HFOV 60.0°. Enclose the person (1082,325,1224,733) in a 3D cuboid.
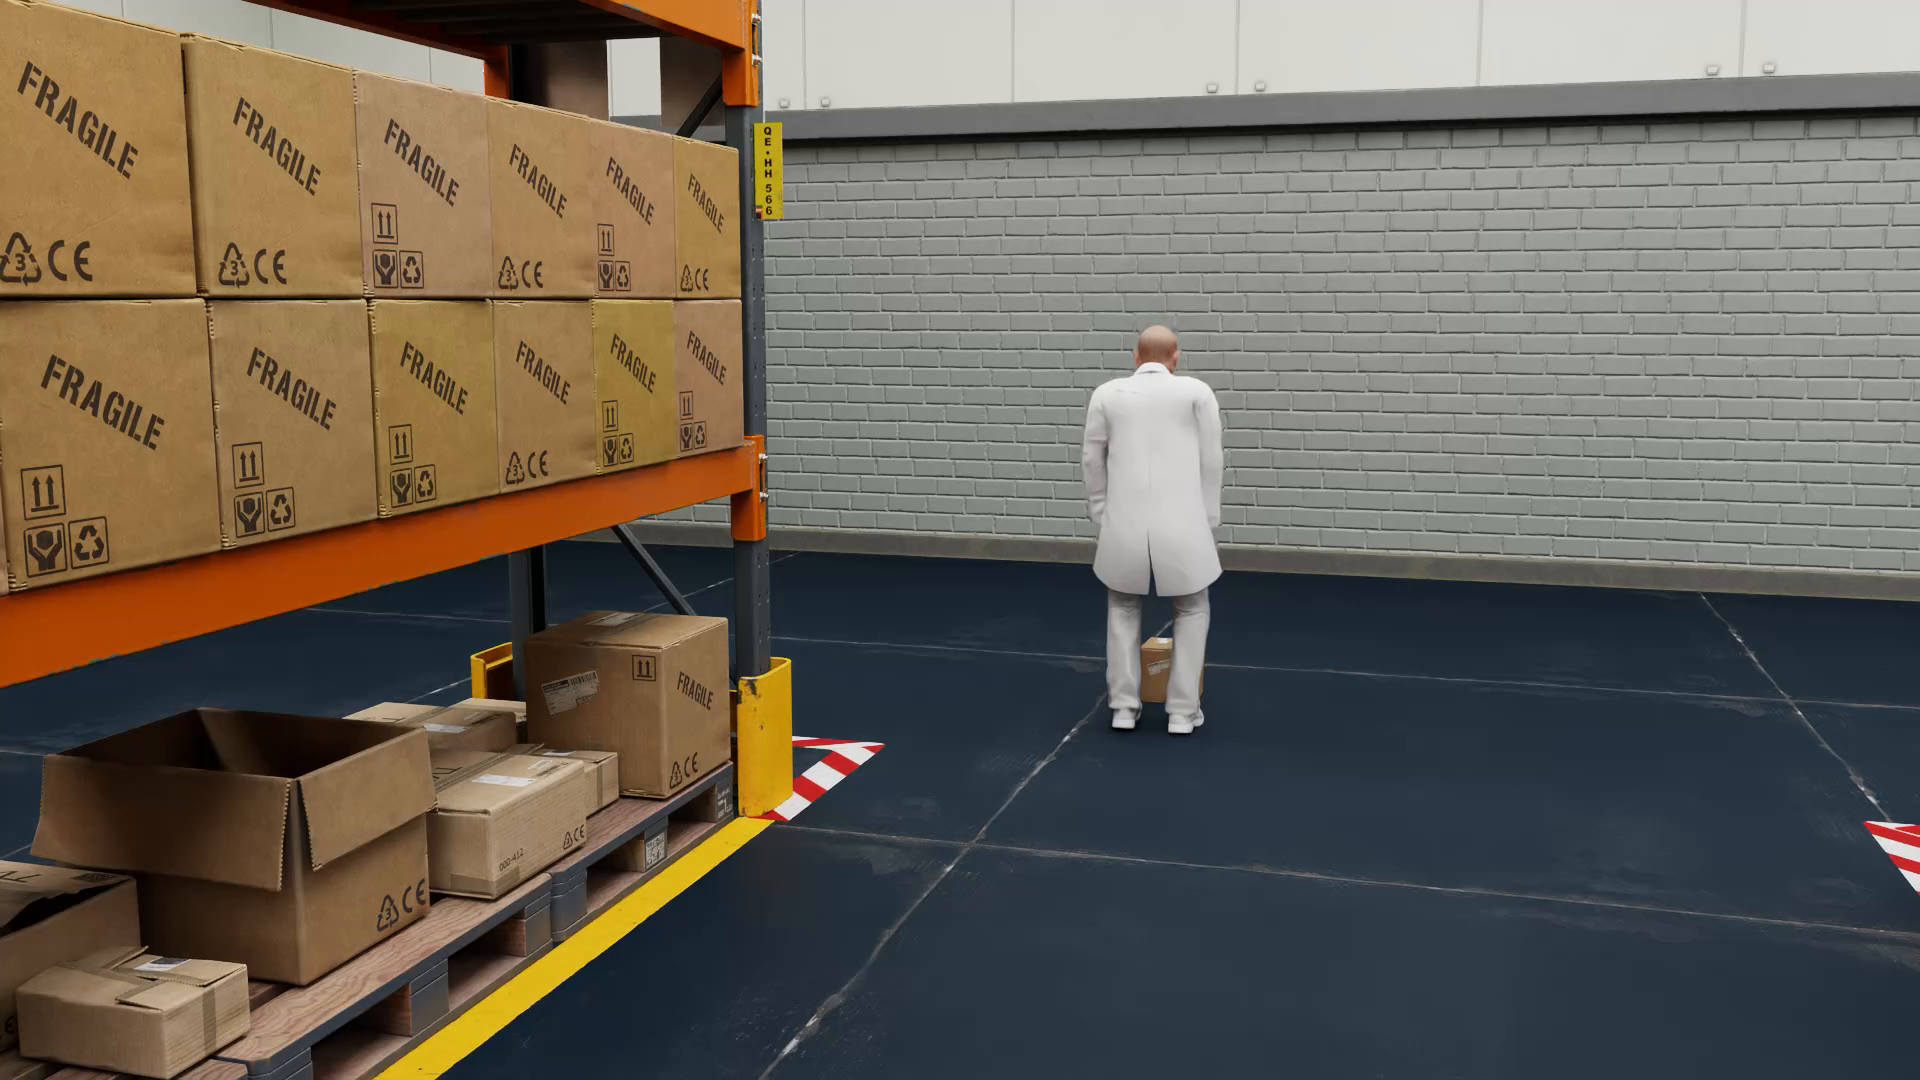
[{"bbox_3d":[0.807,-0.047,7.017,0.599,1.702,0.466,3,9,18],"label":"person"}]
